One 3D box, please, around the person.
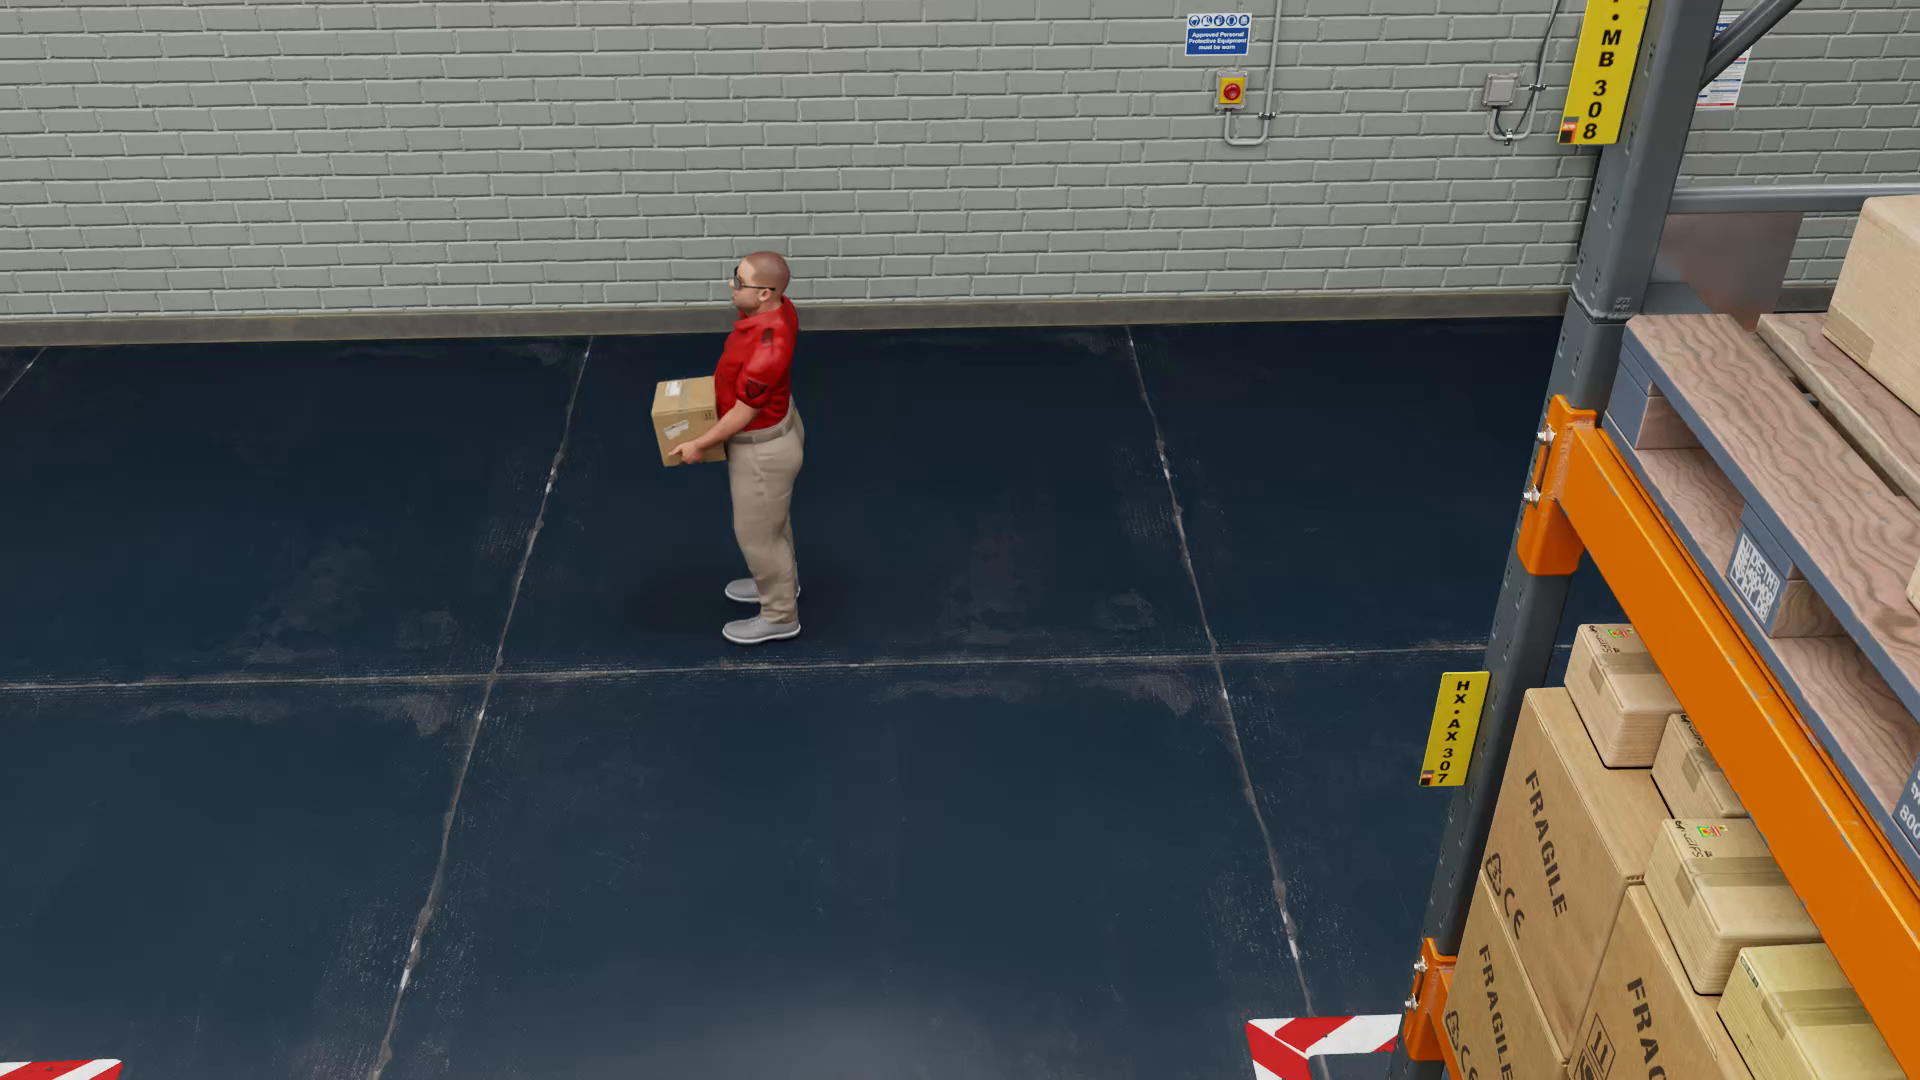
[{"bbox_3d":[-0.889,-0.364,6.680,0.526,1.723,0.501,-2,35,-2],"label":"person"}]
